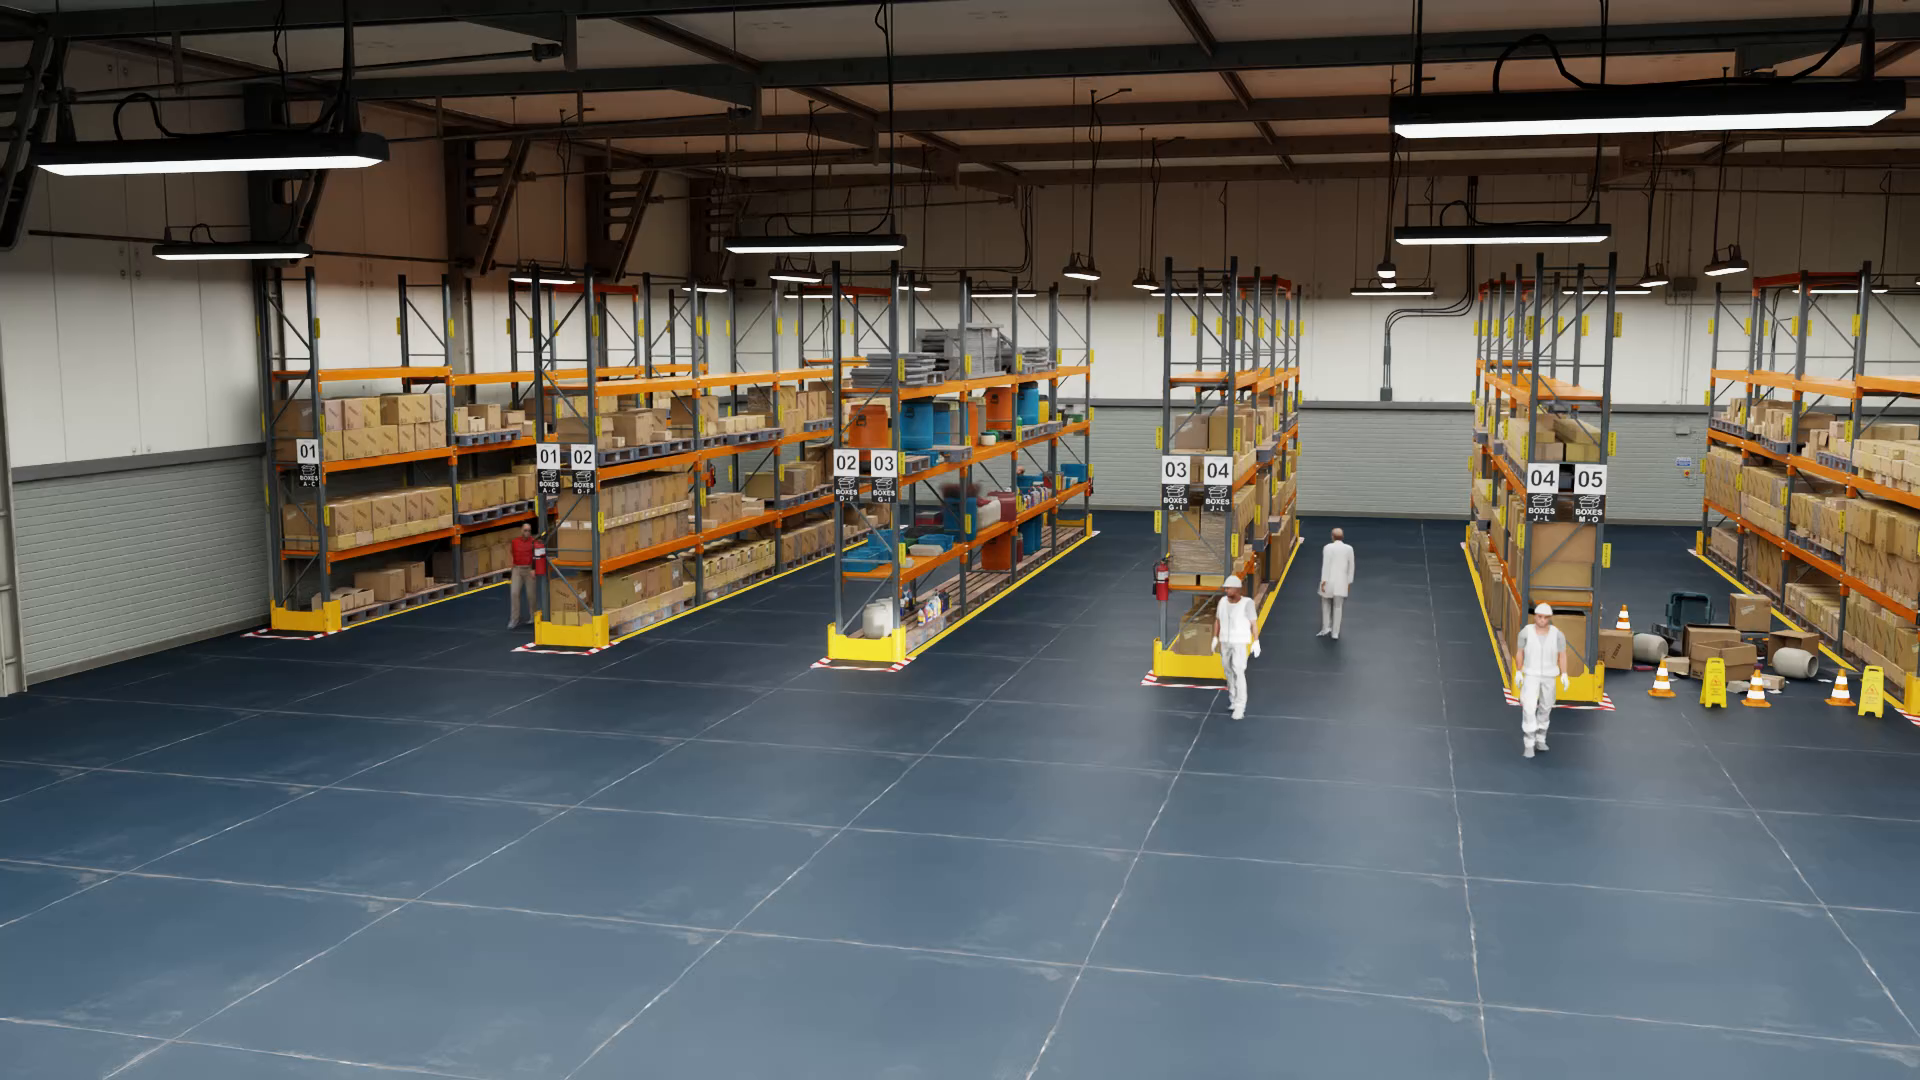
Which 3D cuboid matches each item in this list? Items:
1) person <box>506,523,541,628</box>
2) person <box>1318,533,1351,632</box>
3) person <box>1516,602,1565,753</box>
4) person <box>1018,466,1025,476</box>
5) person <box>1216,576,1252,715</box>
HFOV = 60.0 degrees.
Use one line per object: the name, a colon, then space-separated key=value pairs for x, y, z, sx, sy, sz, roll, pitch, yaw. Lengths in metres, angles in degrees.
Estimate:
person: x=-7.380 y=0.587 z=28.258 sx=0.600 sy=1.735 sz=0.610 roll=-5 pitch=9 yaw=-36
person: x=6.192 y=0.706 z=27.444 sx=0.498 sy=1.689 sz=1.199 roll=-1 pitch=7 yaw=-6
person: x=6.873 y=1.626 z=19.669 sx=0.450 sy=1.797 sz=0.605 roll=-6 pitch=9 yaw=-37
person: x=1.450 y=-0.921 z=39.967 sx=0.556 sy=1.722 sz=0.547 roll=-4 pitch=8 yaw=-28
person: x=3.620 y=1.353 z=21.803 sx=0.454 sy=1.778 sz=0.594 roll=-1 pitch=7 yaw=-10
